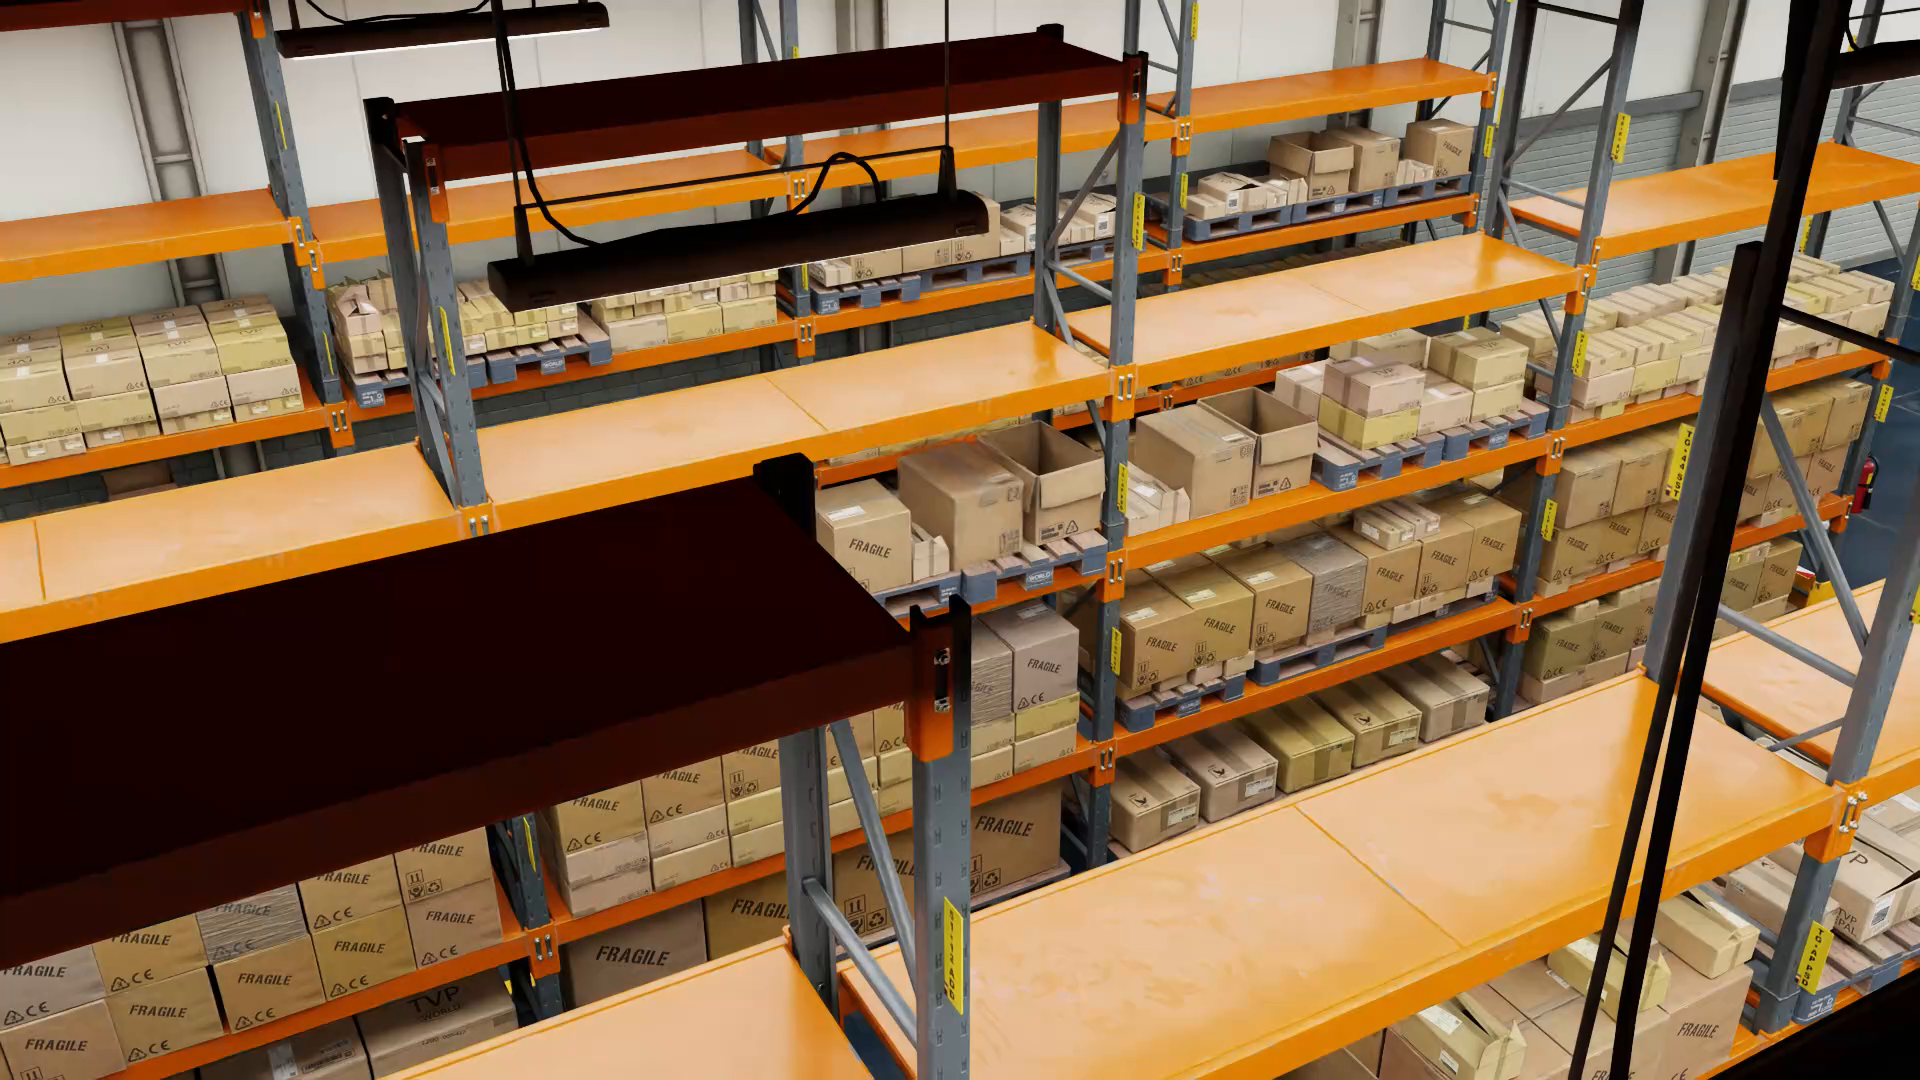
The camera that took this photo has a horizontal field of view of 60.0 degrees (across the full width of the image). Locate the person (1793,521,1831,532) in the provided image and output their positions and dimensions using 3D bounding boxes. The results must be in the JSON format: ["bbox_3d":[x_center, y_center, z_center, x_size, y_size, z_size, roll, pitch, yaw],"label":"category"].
[{"bbox_3d":[8.292,-0.777,16.676,1.113,1.624,0.637,14,31,24],"label":"person"}]
